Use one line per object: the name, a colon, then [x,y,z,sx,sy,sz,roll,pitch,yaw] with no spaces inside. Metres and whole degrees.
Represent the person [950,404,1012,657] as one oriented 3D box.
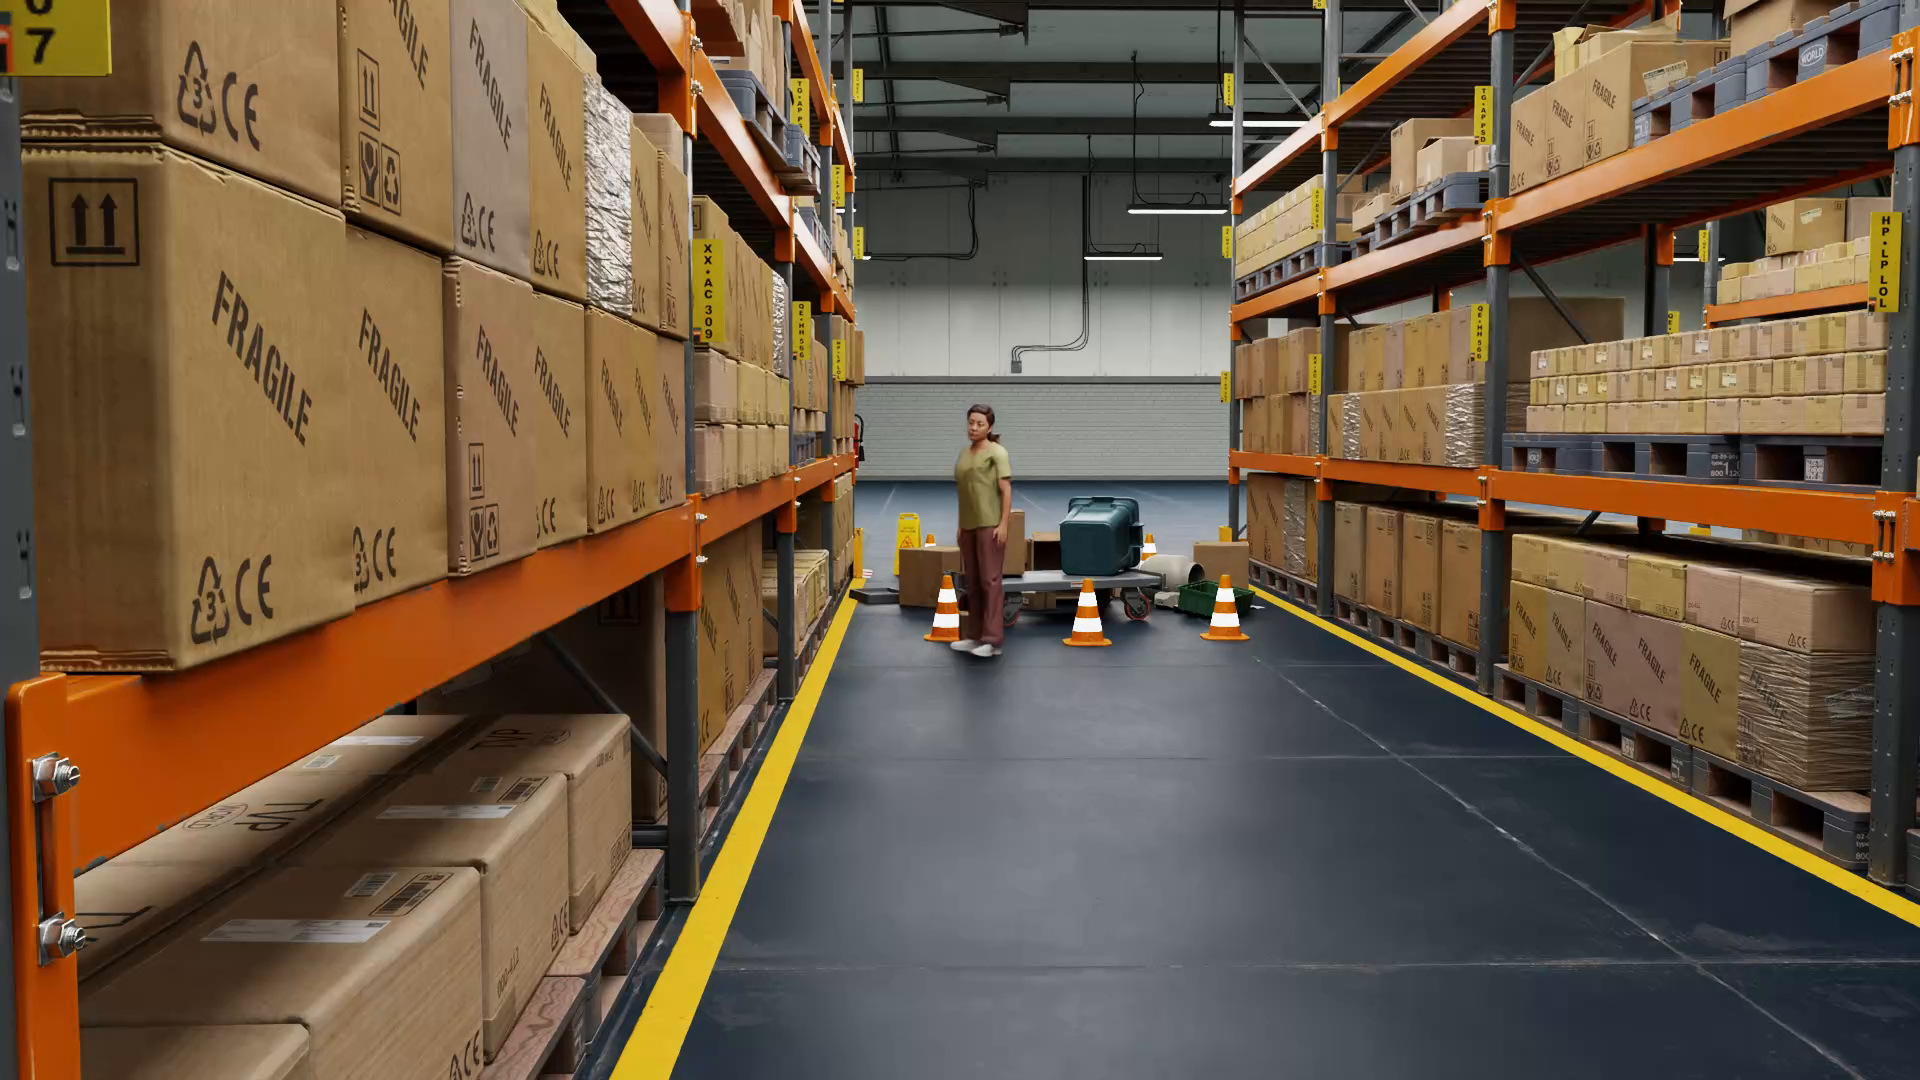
person: [0.122,-0.068,11.111,0.429,1.674,0.519,-3,5,-40]
